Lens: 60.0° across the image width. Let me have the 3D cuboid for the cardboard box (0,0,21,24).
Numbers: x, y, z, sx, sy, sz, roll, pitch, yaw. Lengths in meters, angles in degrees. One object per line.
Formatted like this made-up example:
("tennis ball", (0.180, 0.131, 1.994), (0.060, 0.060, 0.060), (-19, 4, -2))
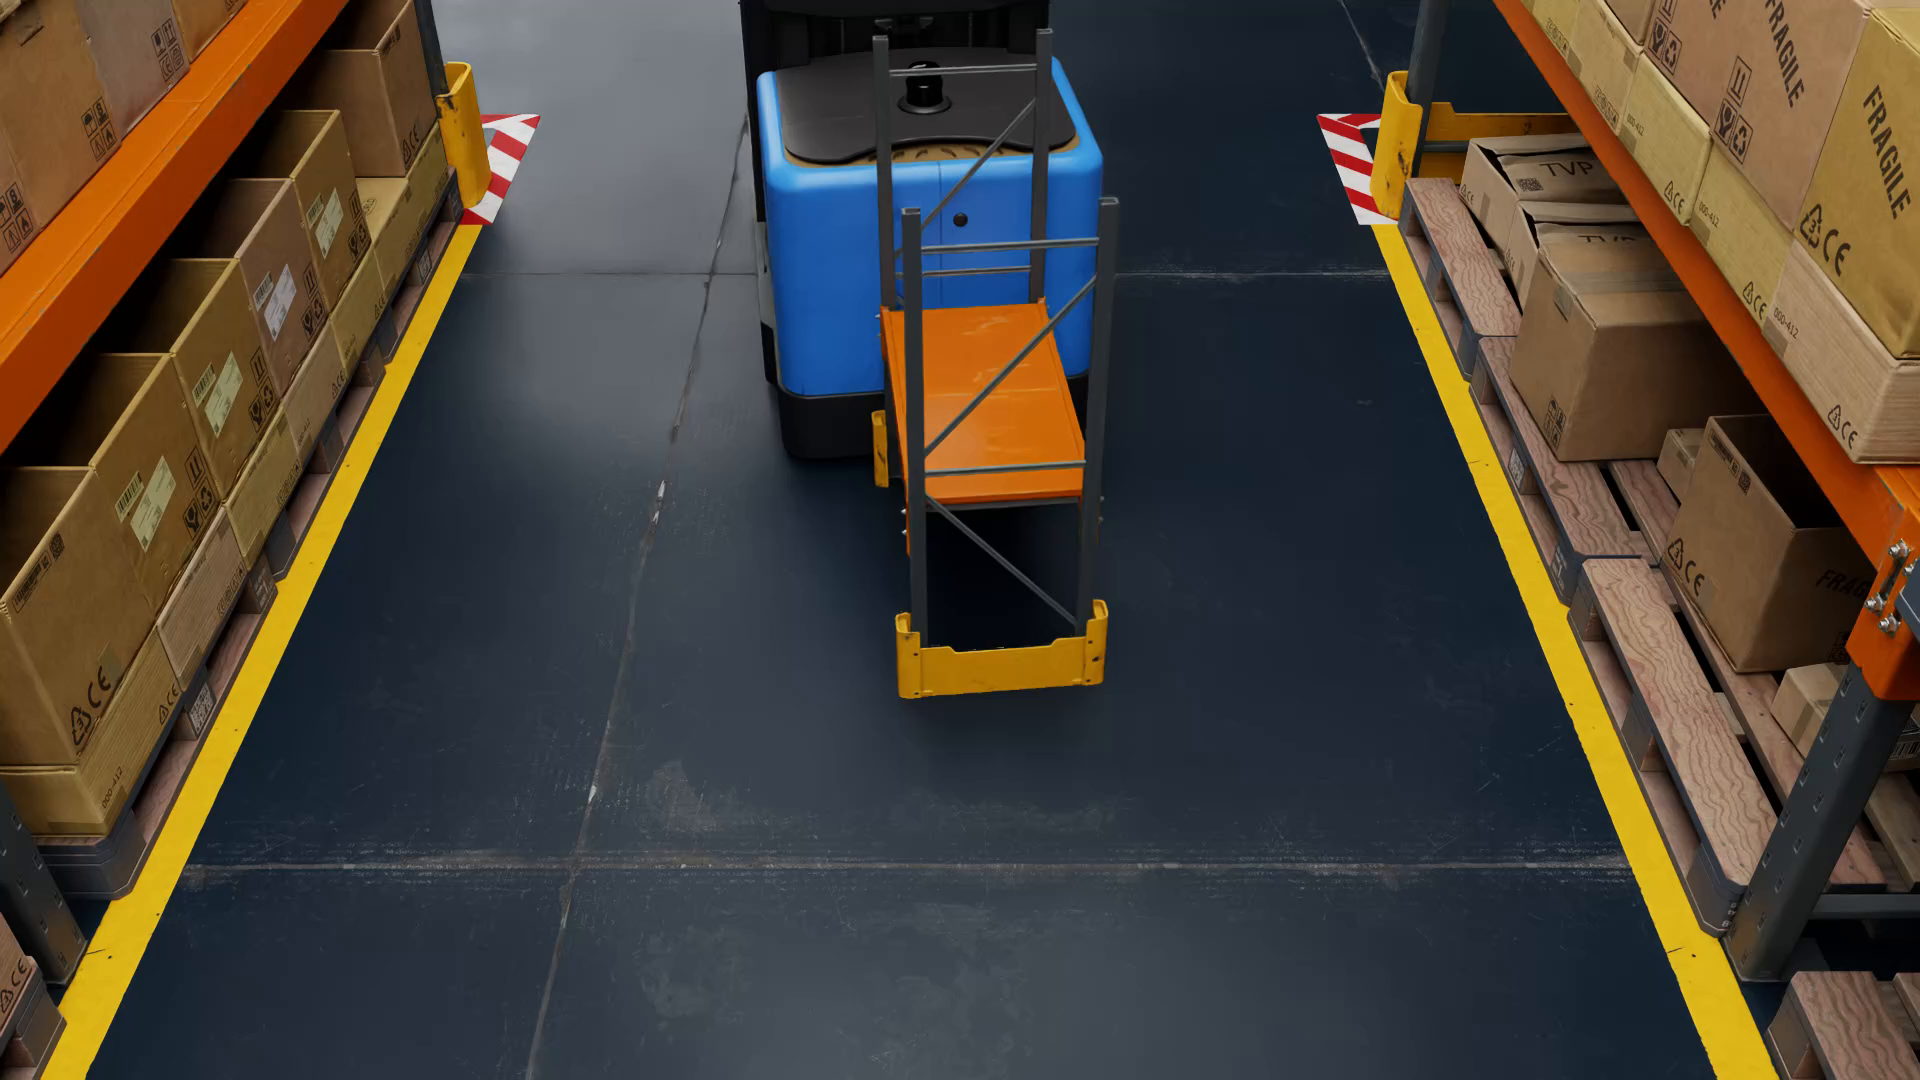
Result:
("cardboard box", (-2.417, -1.251, 3.813), (0.380, 0.149, 0.250), (-1, 39, -2))

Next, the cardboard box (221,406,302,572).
("cardboard box", (-2.296, -0.158, 4.911), (0.500, 0.250, 0.500), (0, 39, 0))

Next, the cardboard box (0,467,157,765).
("cardboard box", (-2.295, 0.175, 3.896), (0.500, 0.500, 0.500), (0, 39, 0))

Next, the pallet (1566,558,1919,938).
("pallet", (2.310, 0.511, 4.444), (1.003, 0.211, 1.213), (0, 39, 0))

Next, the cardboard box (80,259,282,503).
("cardboard box", (-2.297, -0.450, 4.677), (0.500, 0.500, 0.500), (0, 39, 0))

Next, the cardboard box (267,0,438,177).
("cardboard box", (-2.314, -1.701, 6.237), (0.500, 0.500, 0.500), (0, 39, 0))

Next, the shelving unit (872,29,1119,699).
("shelving unit", (0.063, -0.491, 4.663), (0.587, 1.500, 1.083), (-4, 39, -5))

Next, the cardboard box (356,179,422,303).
("cardboard box", (-2.304, -1.096, 6.082), (0.500, 0.250, 0.500), (0, 39, 0))

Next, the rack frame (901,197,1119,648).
("rack frame", (0.116, -0.180, 4.275), (0.500, 1.500, 0.032), (-4, 39, -5))

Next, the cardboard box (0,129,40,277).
("cardboard box", (-2.622, -0.798, 3.767), (0.700, 0.500, 0.500), (0, 39, -1))

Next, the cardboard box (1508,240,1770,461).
("cardboard box", (2.203, -0.607, 5.256), (0.700, 0.500, 0.500), (-2, 39, -3))

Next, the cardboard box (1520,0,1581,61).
("cardboard box", (2.034, -1.659, 5.026), (0.500, 0.250, 0.500), (-1, 39, -1))

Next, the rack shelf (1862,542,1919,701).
("rack shelf", (2.348, 1.374, 1.712), (1.077, 0.370, 4.000), (0, 39, 0))

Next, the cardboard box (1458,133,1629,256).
("cardboard box", (2.252, -1.348, 6.332), (0.500, 0.311, 0.500), (-4, 39, -5))

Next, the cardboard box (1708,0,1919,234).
("cardboard box", (2.030, -1.007, 3.612), (0.500, 0.500, 0.500), (0, 39, 0))

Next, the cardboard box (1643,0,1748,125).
("cardboard box", (2.040, -1.322, 4.005), (0.500, 0.500, 0.500), (-1, 39, -1))

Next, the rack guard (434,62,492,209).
("rack guard", (-2.613, -1.692, 6.962), (1.175, 0.500, 0.348), (0, 39, 0))

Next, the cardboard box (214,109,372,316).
("cardboard box", (-2.299, -1.076, 5.457), (0.500, 0.500, 0.500), (0, 39, 0))

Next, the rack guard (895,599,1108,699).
("rack guard", (0.116, 0.307, 4.667), (0.587, 0.250, 0.087), (-4, 39, -5))

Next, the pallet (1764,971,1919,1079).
("pallet", (2.348, 1.418, 3.312), (1.003, 0.211, 1.213), (0, 39, 0))

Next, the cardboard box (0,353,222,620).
("cardboard box", (-2.304, -0.138, 4.287), (0.500, 0.500, 0.500), (0, 39, 0))

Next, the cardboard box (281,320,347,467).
("cardboard box", (-2.303, -0.470, 5.301), (0.500, 0.250, 0.500), (0, 39, 0))

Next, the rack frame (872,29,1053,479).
("rack frame", (0.008, -0.812, 5.064), (0.500, 1.500, 0.032), (-4, 39, -5))

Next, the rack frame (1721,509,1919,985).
("rack frame", (2.346, -0.157, 3.048), (1.000, 3.000, 0.127), (0, 39, 0))

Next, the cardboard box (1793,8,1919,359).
("cardboard box", (2.036, -0.695, 3.222), (0.500, 0.500, 0.500), (0, 39, 0))

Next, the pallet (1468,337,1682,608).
("pallet", (2.305, -0.254, 5.398), (1.003, 0.211, 1.213), (0, 39, 0))

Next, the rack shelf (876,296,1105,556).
("rack shelf", (0.062, -0.356, 4.782), (0.538, 0.185, 1.000), (-4, 39, -5))

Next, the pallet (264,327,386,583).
("pallet", (-2.571, -0.325, 5.487), (1.003, 0.211, 1.213), (0, 39, 0))

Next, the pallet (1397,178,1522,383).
("pallet", (2.307, -1.015, 6.348), (1.003, 0.211, 1.213), (0, 39, 0))

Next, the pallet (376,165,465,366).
("pallet", (-2.570, -1.086, 6.437), (1.003, 0.211, 1.213), (0, 39, 0))

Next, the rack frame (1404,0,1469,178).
("rack frame", (2.341, -2.659, 6.169), (1.000, 3.000, 0.127), (0, 39, 0))

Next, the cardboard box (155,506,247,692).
("cardboard box", (-2.301, 0.155, 4.521), (0.500, 0.250, 0.500), (0, 39, 0))

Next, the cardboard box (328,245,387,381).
("cardboard box", (-2.302, -0.783, 5.692), (0.500, 0.250, 0.500), (0, 39, 0))

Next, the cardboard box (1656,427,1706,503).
("cardboard box", (2.364, -0.217, 5.050), (0.380, 0.149, 0.250), (-3, 39, -4))

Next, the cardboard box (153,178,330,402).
("cardboard box", (-2.299, -0.763, 5.067), (0.500, 0.500, 0.500), (0, 39, 0))

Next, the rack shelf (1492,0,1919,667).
("rack shelf", (2.343, -1.127, 4.833), (1.077, 0.370, 4.000), (0, 39, 0))

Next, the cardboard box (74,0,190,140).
("cardboard box", (-2.620, -1.432, 4.558), (0.700, 0.500, 0.500), (1, 39, 1))

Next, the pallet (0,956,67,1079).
("pallet", (-2.568, 1.397, 3.337), (1.003, 0.211, 1.213), (0, 39, 0))

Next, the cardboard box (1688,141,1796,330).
("cardboard box", (2.050, -0.714, 3.846), (0.500, 0.250, 0.500), (0, 39, 0))

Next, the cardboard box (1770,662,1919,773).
("cardboard box", (2.315, 0.442, 4.213), (0.380, 0.166, 0.250), (-5, 39, -6))

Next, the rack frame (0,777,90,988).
("rack frame", (-2.608, -0.151, 3.040), (1.000, 3.000, 0.127), (0, 39, 0))

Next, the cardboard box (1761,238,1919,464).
("cardboard box", (2.042, -0.403, 3.458), (0.500, 0.250, 0.500), (0, 39, 0))

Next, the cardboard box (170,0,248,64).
("cardboard box", (-2.625, -1.761, 4.969), (0.700, 0.500, 0.500), (0, 39, 0))

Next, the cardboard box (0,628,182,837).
("cardboard box", (-2.305, 0.468, 4.131), (0.500, 0.250, 0.500), (0, 39, 0))

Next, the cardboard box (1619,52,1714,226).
("cardboard box", (2.034, -1.029, 4.239), (0.500, 0.250, 0.500), (0, 39, 0))

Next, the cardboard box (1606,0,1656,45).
("cardboard box", (2.039, -1.647, 4.411), (0.500, 0.500, 0.500), (1, 39, 1))

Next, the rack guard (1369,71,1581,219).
("rack guard", (2.341, -1.636, 6.891), (1.175, 0.500, 0.348), (0, 39, 0))

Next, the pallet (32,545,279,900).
("pallet", (-2.567, 0.439, 4.533), (1.003, 0.211, 1.213), (0, 39, 0))

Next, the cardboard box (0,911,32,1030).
("cardboard box", (-2.318, 1.017, 3.445), (0.500, 0.250, 0.500), (0, 39, 0))

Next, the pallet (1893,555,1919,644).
("pallet", (2.201, 0.396, 2.511), (1.003, 0.211, 1.213), (0, 39, 0))

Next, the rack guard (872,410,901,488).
("rack guard", (0.010, -0.313, 5.440), (0.587, 0.250, 0.087), (-4, 39, -5))

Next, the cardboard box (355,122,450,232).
("cardboard box", (-2.316, -1.409, 6.472), (0.500, 0.250, 0.500), (0, 39, 0))

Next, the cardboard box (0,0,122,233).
("cardboard box", (-2.619, -1.111, 4.158), (0.700, 0.500, 0.500), (1, 39, 1))

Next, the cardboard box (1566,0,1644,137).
("cardboard box", (2.032, -1.343, 4.631), (0.500, 0.250, 0.500), (0, 39, 0))

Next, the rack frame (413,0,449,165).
("rack frame", (-2.613, -2.653, 6.162), (1.000, 3.000, 0.127), (0, 39, 0))

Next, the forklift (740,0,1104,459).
("forklift", (-0.264, -2.328, 5.812), (1.130, 2.935, 3.031), (-5, 39, -6))

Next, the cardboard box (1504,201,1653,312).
("cardboard box", (2.253, -0.992, 5.887), (0.500, 0.311, 0.500), (3, 39, 4))

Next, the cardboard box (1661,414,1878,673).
("cardboard box", (2.305, -0.003, 4.502), (0.500, 0.500, 0.500), (-3, 39, -3))
